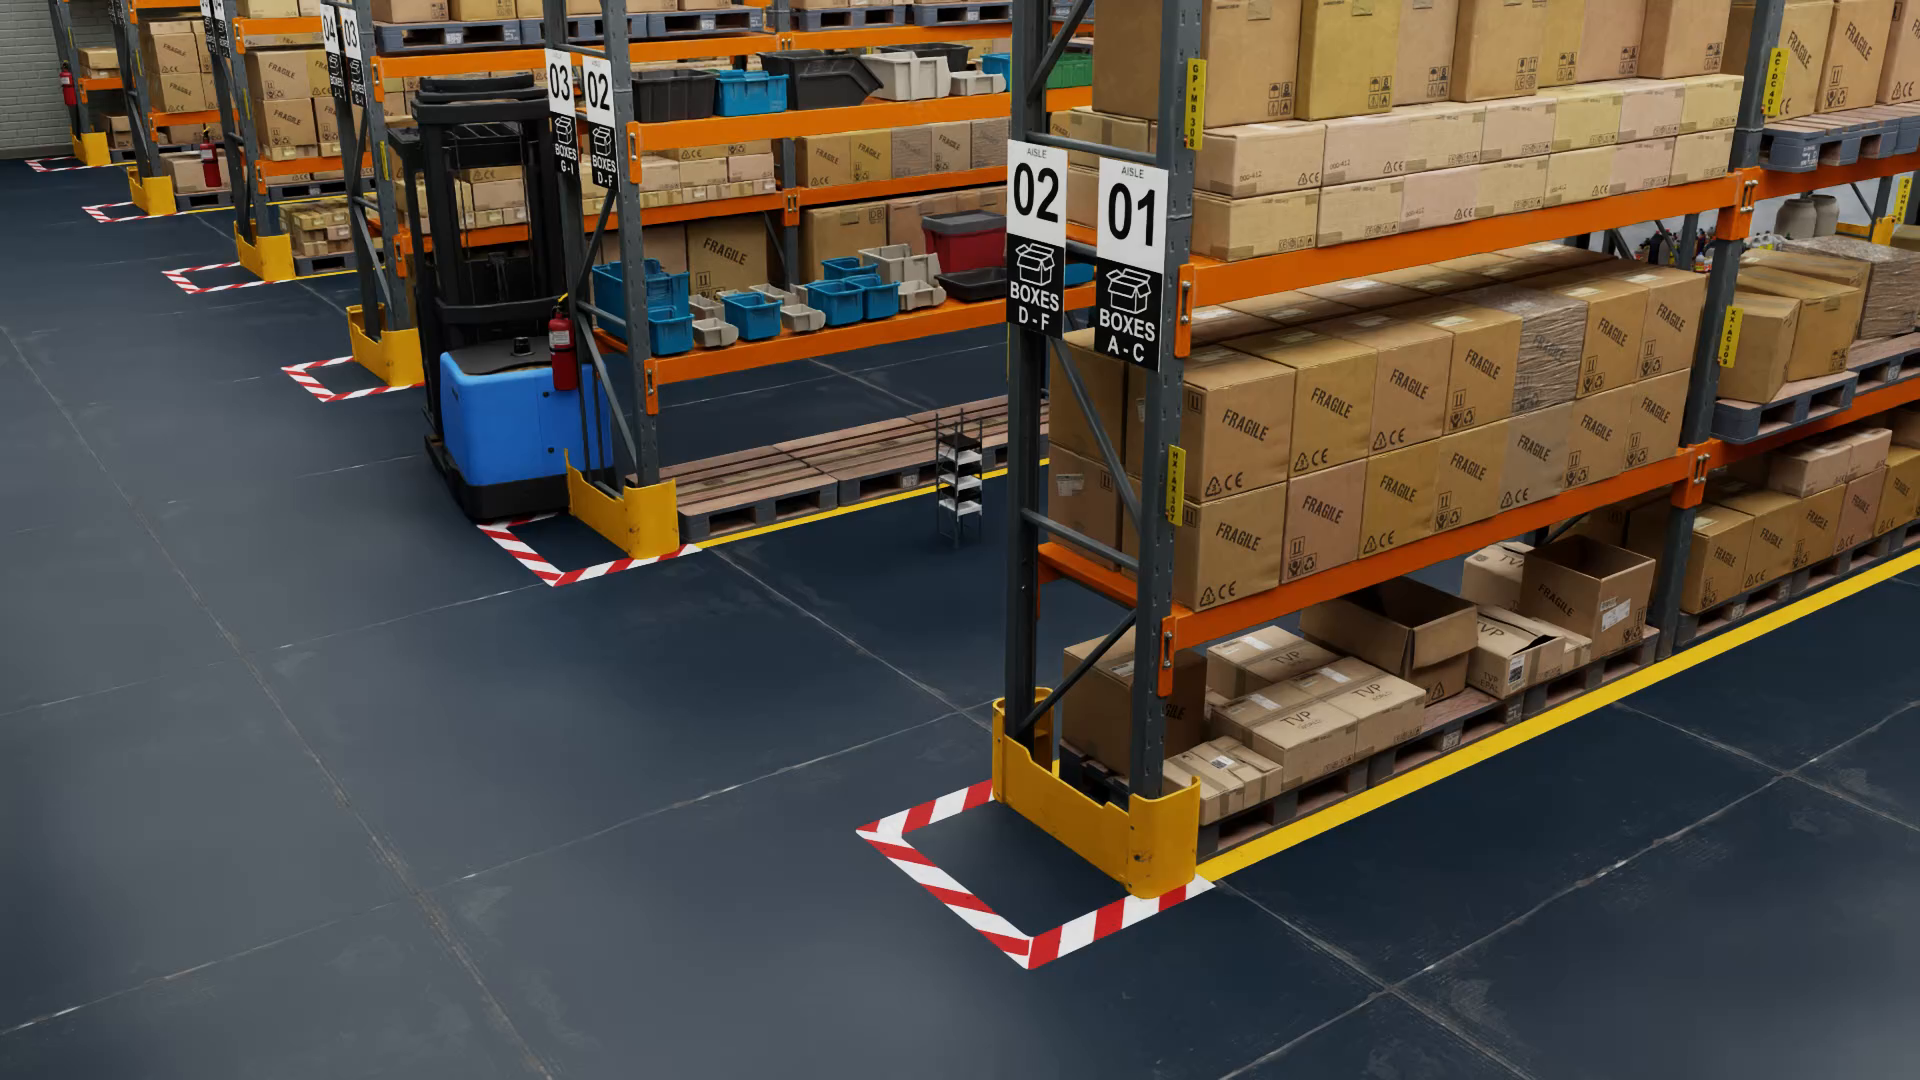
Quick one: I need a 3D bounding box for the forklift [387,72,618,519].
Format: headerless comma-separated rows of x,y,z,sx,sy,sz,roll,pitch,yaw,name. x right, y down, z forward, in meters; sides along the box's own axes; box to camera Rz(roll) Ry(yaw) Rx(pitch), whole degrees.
-3.554,-2.020,12.503,1.130,2.935,3.031,-10,24,-23,forklift

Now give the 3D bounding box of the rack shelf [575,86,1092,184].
-0.714,-2.965,11.703,4.000,0.370,1.077,-15,26,-33,rack shelf

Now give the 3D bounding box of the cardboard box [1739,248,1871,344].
5.198,-1.490,10.383,0.700,0.500,0.500,17,27,36,cardboard box

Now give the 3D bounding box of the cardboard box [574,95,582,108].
-5.859,-6.568,26.109,0.875,0.875,0.875,-15,26,-32,cardboard box

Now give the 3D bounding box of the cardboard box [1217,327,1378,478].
1.487,-0.625,7.432,0.500,0.500,0.500,-15,26,-32,cardboard box

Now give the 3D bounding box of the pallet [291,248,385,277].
-7.303,-3.364,19.542,1.213,0.211,1.003,-15,26,-33,pallet

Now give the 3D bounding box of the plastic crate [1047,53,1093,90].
0.743,-3.451,12.236,0.662,0.188,0.450,-15,26,-33,plastic crate

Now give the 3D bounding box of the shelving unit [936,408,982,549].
-0.007,-0.416,11.225,0.210,0.900,0.258,-15,26,-33,shelving unit

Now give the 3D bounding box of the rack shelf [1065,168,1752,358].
2.176,-1.474,7.967,4.000,0.370,1.077,-15,26,-33,rack shelf

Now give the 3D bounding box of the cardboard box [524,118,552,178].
-3.859,-3.625,15.223,0.500,0.500,0.500,-16,27,-34,cardboard box

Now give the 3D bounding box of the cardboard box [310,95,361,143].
-7.099,-4.800,18.841,0.500,0.500,0.500,-15,26,-33,cardboard box

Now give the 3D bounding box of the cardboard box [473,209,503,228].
-4.334,-2.936,15.045,0.250,0.149,0.380,-16,27,-34,cardboard box

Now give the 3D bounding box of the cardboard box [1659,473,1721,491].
4.439,-0.189,10.602,0.500,0.500,0.500,-15,26,-33,cardboard box

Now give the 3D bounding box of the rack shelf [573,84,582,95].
-6.147,-6.909,25.635,4.000,0.370,1.077,-15,26,-33,rack shelf

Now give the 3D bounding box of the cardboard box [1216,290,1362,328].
1.581,-0.895,8.109,0.500,0.500,0.500,-14,26,-31,cardboard box

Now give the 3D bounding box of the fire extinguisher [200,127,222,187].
-8.518,-4.353,18.864,0.183,0.674,0.296,-15,26,-33,fire extinguisher

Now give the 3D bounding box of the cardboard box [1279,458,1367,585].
1.483,-0.159,7.612,0.500,0.500,0.500,-15,26,-33,cardboard box

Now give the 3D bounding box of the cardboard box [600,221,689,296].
-3.296,-2.724,16.475,0.875,0.875,0.875,-15,26,-33,cardboard box

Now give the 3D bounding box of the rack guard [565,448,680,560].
-2.349,-0.303,11.482,0.348,0.500,1.175,-15,26,-33,rack guard

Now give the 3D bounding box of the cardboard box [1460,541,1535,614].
3.333,0.222,9.826,0.500,0.311,0.500,-15,26,-33,cardboard box

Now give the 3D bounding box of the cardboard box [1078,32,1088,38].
2.016,-7.716,25.025,0.550,0.550,0.875,-15,26,-33,cardboard box

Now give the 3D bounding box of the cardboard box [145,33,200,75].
-10.461,-6.474,22.089,0.500,0.500,0.500,-16,27,-34,cardboard box

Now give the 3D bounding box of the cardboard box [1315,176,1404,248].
1.532,-1.445,7.125,0.500,0.250,0.500,-15,26,-33,cardboard box

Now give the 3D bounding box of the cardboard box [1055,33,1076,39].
1.297,-7.476,24.601,0.500,0.500,0.700,-15,26,-34,cardboard box

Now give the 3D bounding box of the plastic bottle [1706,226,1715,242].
8.638,-3.479,19.155,0.097,0.271,0.097,0,22,0,plastic bottle

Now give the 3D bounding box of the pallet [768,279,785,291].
-1.400,-2.724,17.937,1.213,0.211,1.003,-15,26,-33,pallet

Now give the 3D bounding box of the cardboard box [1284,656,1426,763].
1.972,0.842,8.356,0.500,0.250,0.500,-15,26,-33,cardboard box

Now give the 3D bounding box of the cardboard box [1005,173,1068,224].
0.692,-3.760,19.072,0.875,0.875,1.225,-16,27,-35,cardboard box

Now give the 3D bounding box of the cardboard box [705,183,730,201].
-2.456,-3.437,16.300,0.250,0.149,0.380,-15,26,-34,cardboard box

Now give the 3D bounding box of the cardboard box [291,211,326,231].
-7.421,-3.636,18.938,0.250,0.149,0.380,-16,27,-35,cardboard box

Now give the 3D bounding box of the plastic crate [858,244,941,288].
-0.437,-2.037,12.532,0.530,0.282,0.437,-15,26,-33,plastic crate

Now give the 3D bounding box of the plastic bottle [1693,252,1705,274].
7.919,-2.945,17.817,0.097,0.271,0.097,0,22,0,plastic bottle

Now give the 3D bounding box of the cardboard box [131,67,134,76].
-13.120,-7.445,26.347,0.250,0.149,0.380,-15,26,-34,cardboard box

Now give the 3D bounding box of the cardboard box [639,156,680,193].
-3.021,-3.500,15.921,0.500,0.250,0.500,-14,26,-32,cardboard box

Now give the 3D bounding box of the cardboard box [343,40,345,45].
-6.990,-5.525,19.310,0.500,0.500,0.500,-13,25,-30,cardboard box

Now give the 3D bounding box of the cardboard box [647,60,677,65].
-4.782,-7.419,26.144,0.500,0.250,0.500,-16,27,-35,cardboard box

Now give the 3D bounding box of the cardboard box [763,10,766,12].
-3.360,-8.796,27.415,0.250,0.149,0.380,-16,27,-35,cardboard box

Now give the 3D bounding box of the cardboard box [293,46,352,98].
-7.119,-5.255,18.633,0.500,0.500,0.500,-14,26,-31,cardboard box

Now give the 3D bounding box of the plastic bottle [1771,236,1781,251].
9.083,-3.270,18.625,0.135,0.276,0.152,-16,27,-34,plastic bottle

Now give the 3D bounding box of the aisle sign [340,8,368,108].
-5.113,-4.065,14.028,0.004,0.787,0.394,-15,26,-33,aisle sign

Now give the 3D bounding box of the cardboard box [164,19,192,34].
-10.396,-6.829,22.102,0.250,0.149,0.380,-14,26,-32,cardboard box

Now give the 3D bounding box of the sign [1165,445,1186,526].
0.870,-0.221,6.735,0.005,0.325,0.100,-15,26,-33,sign

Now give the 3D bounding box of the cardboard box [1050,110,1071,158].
1.008,-4.560,18.642,0.500,0.500,0.500,-14,26,-31,cardboard box

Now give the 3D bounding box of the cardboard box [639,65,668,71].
-3.944,-6.014,21.390,0.250,0.149,0.380,-15,26,-33,cardboard box

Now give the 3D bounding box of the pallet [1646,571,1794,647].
4.438,0.260,10.461,1.213,0.211,1.003,-15,26,-33,pallet

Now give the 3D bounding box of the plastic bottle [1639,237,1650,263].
7.602,-3.217,18.482,0.133,0.283,0.061,-13,25,-30,plastic bottle

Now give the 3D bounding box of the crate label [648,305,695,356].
-1.944,-1.378,10.947,0.303,0.233,0.416,-15,26,-33,crate label

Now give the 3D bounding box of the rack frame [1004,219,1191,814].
0.553,0.018,7.305,0.127,3.000,1.000,-15,26,-33,rack frame

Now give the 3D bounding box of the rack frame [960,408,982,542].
0.076,-0.438,11.280,0.006,0.900,0.240,-15,26,-33,rack frame

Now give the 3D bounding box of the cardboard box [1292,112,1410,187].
1.532,-1.677,7.032,0.500,0.250,0.500,-15,26,-33,cardboard box

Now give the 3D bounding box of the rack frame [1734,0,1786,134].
3.800,-3.634,8.362,0.127,3.000,1.000,-15,26,-33,rack frame

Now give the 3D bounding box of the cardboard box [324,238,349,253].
-7.267,-3.447,19.267,0.250,0.149,0.380,-15,26,-33,cardboard box

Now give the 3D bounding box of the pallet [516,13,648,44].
-3.642,-4.745,15.312,1.213,0.211,1.003,-15,26,-33,pallet

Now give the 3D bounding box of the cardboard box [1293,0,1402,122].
1.416,-2.085,7.043,0.500,0.500,0.700,-15,26,-33,cardboard box

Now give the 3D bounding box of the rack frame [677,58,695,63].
-4.523,-7.676,26.586,0.127,3.000,1.000,-15,26,-33,rack frame

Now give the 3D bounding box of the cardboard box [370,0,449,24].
-4.839,-4.773,14.427,0.500,0.500,0.700,-17,27,-36,cardboard box

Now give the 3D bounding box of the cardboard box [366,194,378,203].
-6.956,-4.059,19.998,0.250,0.149,0.380,-14,26,-31,cardboard box
